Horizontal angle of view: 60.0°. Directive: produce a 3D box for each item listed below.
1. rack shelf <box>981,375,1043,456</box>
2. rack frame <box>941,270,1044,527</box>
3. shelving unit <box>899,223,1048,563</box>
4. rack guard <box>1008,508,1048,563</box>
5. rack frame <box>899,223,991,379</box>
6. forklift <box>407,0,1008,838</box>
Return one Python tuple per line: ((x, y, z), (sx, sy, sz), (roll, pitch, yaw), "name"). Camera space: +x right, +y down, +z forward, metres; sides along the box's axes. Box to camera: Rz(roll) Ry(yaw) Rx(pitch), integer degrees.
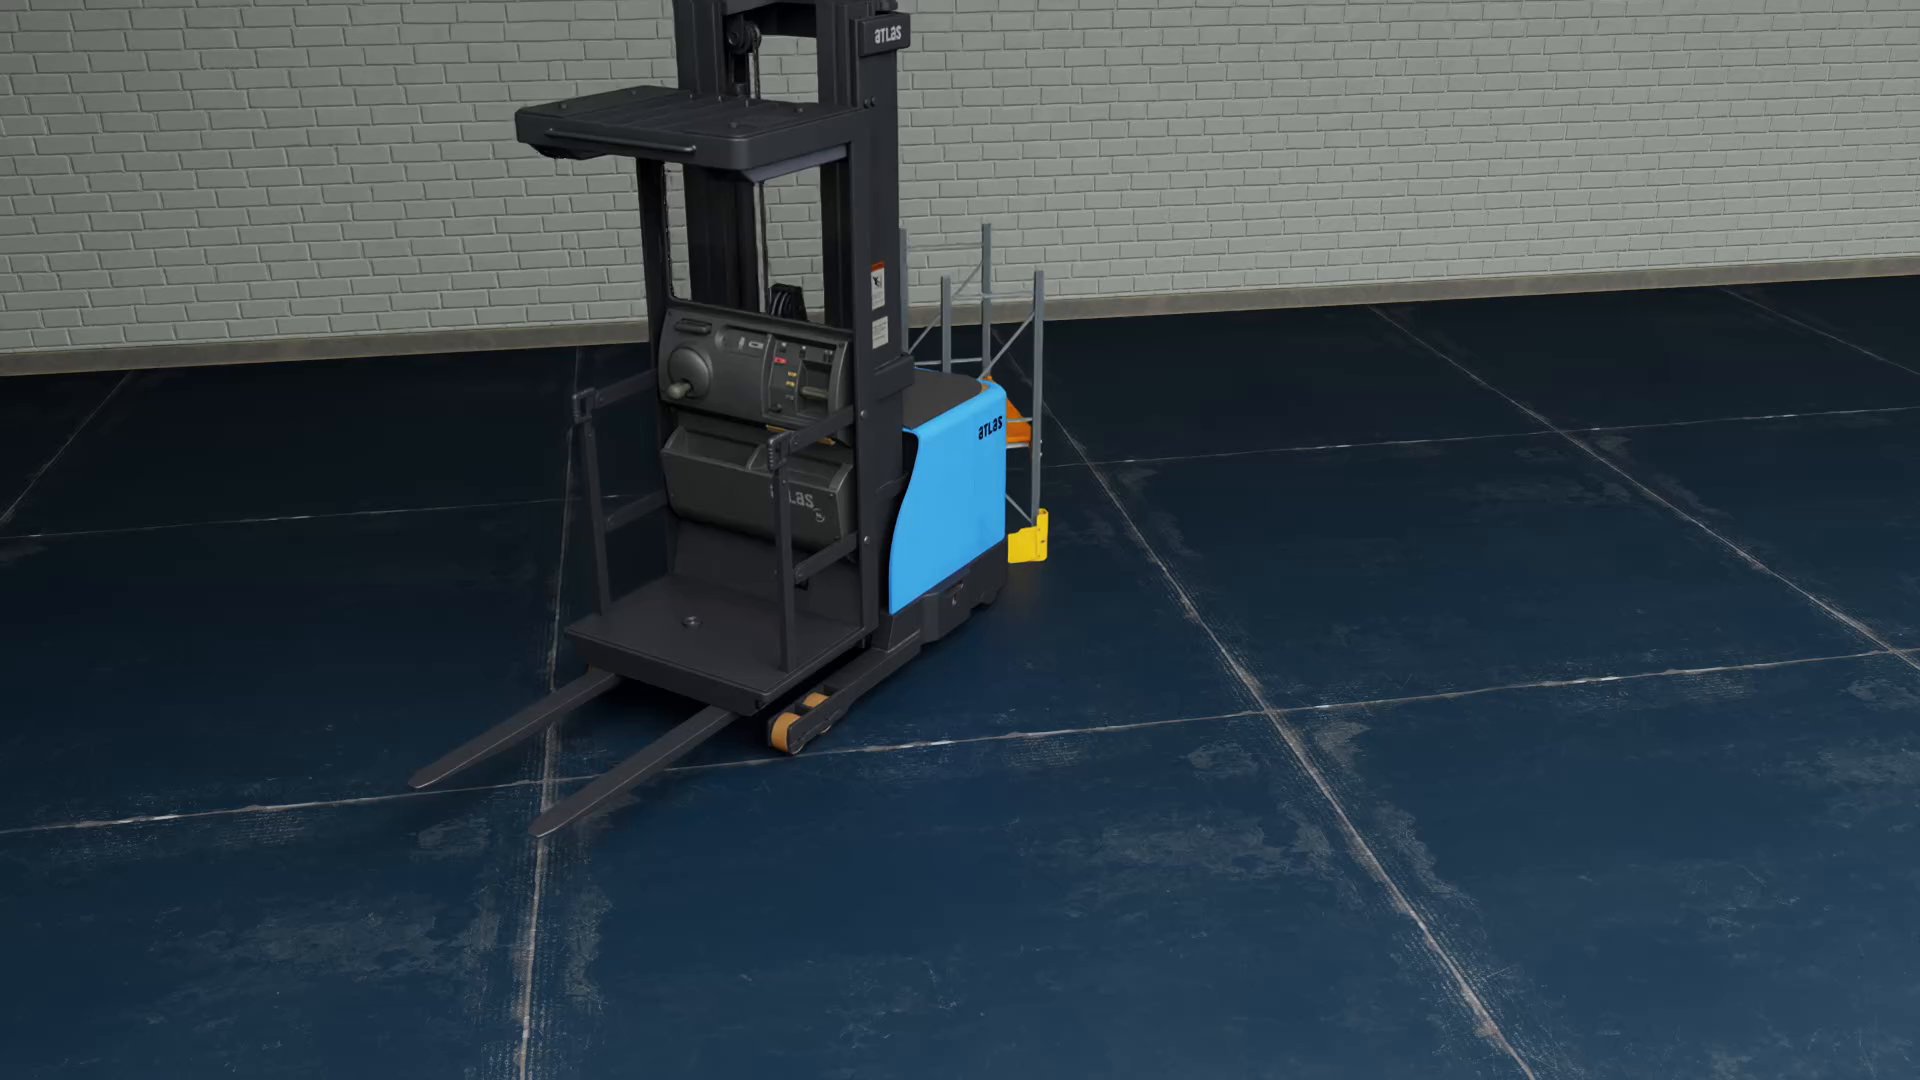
((0.037, -0.611, 8.724), (0.538, 0.185, 1.000), (-5, 24, -12), "rack shelf")
((0.155, -0.578, 8.199), (0.500, 1.500, 0.032), (-5, 24, -12), "rack frame")
((0.039, -0.772, 8.644), (0.587, 1.500, 1.083), (-5, 24, -12), "shelving unit")
((0.155, -0.005, 8.450), (0.587, 0.250, 0.087), (-5, 24, -12), "rack guard")
((-0.081, -0.974, 9.105), (0.500, 1.500, 0.032), (-5, 24, -12), "rack frame")
((-0.967, -0.686, 6.659), (1.130, 2.935, 3.031), (14, 27, 29), "forklift")
